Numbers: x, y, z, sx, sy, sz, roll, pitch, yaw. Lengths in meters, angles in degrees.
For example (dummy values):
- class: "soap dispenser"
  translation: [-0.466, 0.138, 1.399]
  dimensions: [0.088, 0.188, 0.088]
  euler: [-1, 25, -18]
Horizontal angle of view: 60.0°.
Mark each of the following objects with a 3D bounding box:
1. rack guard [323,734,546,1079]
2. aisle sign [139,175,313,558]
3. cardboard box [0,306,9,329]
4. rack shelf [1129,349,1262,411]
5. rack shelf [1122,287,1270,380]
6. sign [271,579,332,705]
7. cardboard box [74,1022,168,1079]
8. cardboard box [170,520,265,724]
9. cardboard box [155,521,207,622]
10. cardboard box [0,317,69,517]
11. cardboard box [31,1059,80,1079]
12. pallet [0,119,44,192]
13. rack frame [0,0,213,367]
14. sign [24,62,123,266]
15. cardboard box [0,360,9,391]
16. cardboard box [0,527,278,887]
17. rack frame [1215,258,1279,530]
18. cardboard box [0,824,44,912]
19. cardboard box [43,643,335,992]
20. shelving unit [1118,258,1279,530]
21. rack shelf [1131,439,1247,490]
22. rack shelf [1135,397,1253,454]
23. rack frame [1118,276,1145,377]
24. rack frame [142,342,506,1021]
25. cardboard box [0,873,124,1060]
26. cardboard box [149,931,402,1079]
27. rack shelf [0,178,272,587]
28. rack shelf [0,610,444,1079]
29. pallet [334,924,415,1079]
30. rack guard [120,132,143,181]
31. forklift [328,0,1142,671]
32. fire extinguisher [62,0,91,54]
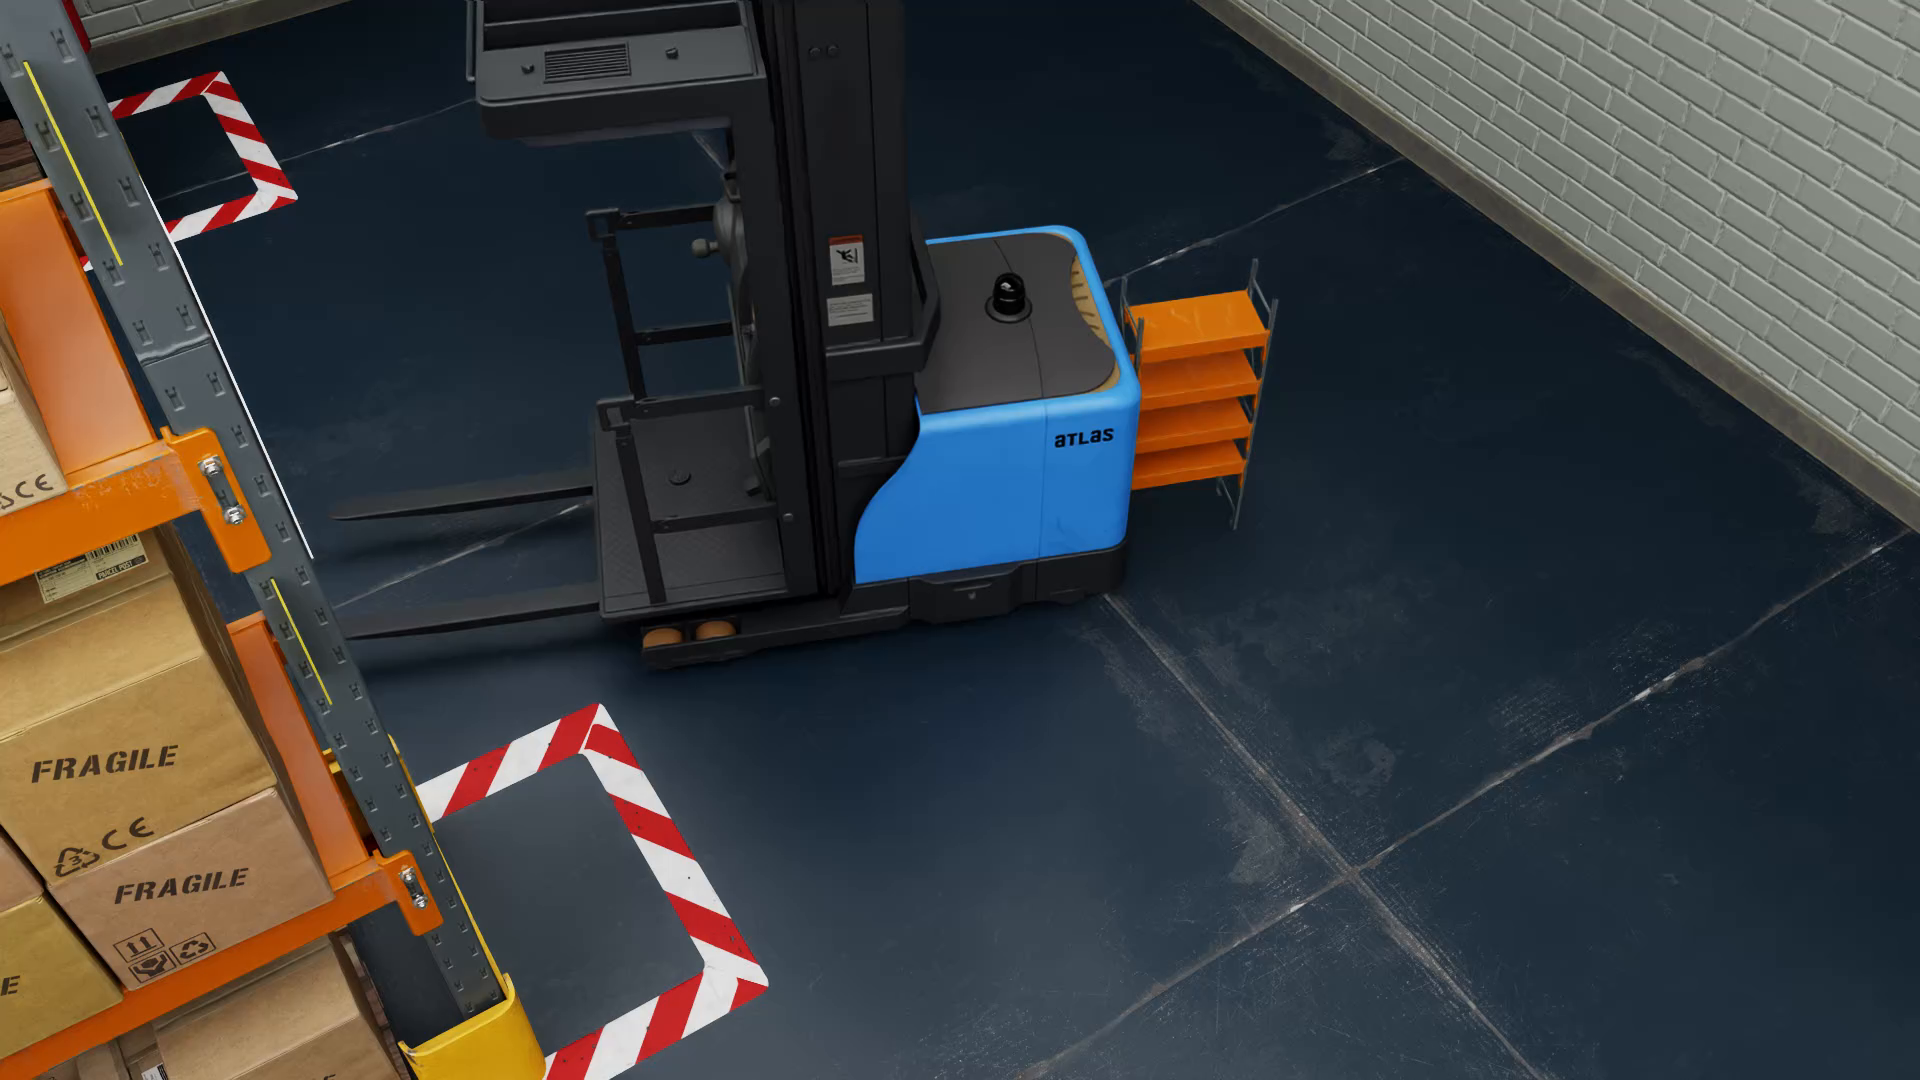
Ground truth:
- class: "rack guard"
  translation: [-1.730, 1.211, 5.282]
  dimensions: [0.348, 0.500, 1.175]
  euler: [-25, 53, -21]
- class: "aisle sign"
  translation: [-1.444, -0.348, 3.256]
  dimensions: [0.004, 0.787, 0.394]
  euler: [-25, 53, -21]
- class: "cardboard box"
  translation: [-2.236, -0.554, 3.272]
  dimensions: [0.500, 0.250, 0.500]
  euler: [-25, 53, -21]
- class: "rack shelf"
  translation: [0.848, -0.594, 6.211]
  dimensions: [0.480, 0.148, 0.258]
  euler: [-9, 49, -8]
- class: "rack shelf"
  translation: [0.848, -0.751, 6.034]
  dimensions: [0.480, 0.148, 0.258]
  euler: [-9, 49, -8]
- class: "sign"
  translation: [-1.386, 0.218, 3.505]
  dimensions: [0.005, 0.325, 0.100]
  euler: [-25, 53, -21]
- class: "cardboard box"
  translation: [-2.384, 1.623, 4.844]
  dimensions: [0.250, 0.166, 0.380]
  euler: [-25, 53, -21]
- class: "cardboard box"
  translation: [-2.181, 0.327, 4.329]
  dimensions: [0.500, 0.500, 0.500]
  euler: [-24, 53, -20]
- class: "cardboard box"
  translation: [-2.181, -0.006, 3.955]
  dimensions: [0.500, 0.500, 0.500]
  euler: [-24, 52, -20]
- class: "cardboard box"
  translation: [-1.959, -0.227, 2.980]
  dimensions: [0.500, 0.250, 0.500]
  euler: [-25, 53, -21]
- class: "cardboard box"
  translation: [-2.700, 1.355, 5.027]
  dimensions: [0.500, 0.250, 0.500]
  euler: [-25, 53, -21]
- class: "pallet"
  translation: [-4.946, -1.482, 7.874]
  dimensions: [1.213, 0.211, 1.003]
  euler: [-25, 53, -21]
- class: "rack frame"
  translation: [-1.666, -1.645, 2.135]
  dimensions: [0.127, 3.000, 1.000]
  euler: [-25, 53, -21]
- class: "sign"
  translation: [-1.386, -0.584, 2.605]
  dimensions: [0.005, 0.325, 0.100]
  euler: [-25, 53, -21]
- class: "cardboard box"
  translation: [-1.964, -0.398, 2.799]
  dimensions: [0.500, 0.250, 0.500]
  euler: [-25, 53, -21]
- class: "cardboard box"
  translation: [-1.895, 0.335, 3.652]
  dimensions: [0.500, 0.500, 0.500]
  euler: [-26, 53, -21]
- class: "rack frame"
  translation: [1.087, -0.527, 6.361]
  dimensions: [0.015, 1.200, 0.240]
  euler: [-9, 49, -8]
- class: "cardboard box"
  translation: [-2.322, 0.537, 3.472]
  dimensions: [0.500, 0.500, 0.500]
  euler: [-24, 53, -20]
- class: "cardboard box"
  translation: [-1.899, 0.667, 4.026]
  dimensions: [0.500, 0.500, 0.500]
  euler: [-24, 52, -20]
- class: "shelving unit"
  translation: [0.848, -0.490, 6.328]
  dimensions: [0.503, 1.200, 0.258]
  euler: [-9, 49, -8]
- class: "rack shelf"
  translation: [0.848, -0.313, 6.526]
  dimensions: [0.480, 0.148, 0.258]
  euler: [-9, 49, -8]
- class: "rack shelf"
  translation: [0.848, -0.445, 6.378]
  dimensions: [0.480, 0.148, 0.258]
  euler: [-9, 49, -8]
- class: "rack frame"
  translation: [0.609, -0.452, 6.294]
  dimensions: [0.015, 1.200, 0.240]
  euler: [-9, 49, -8]
- class: "rack frame"
  translation: [-1.666, 0.350, 4.375]
  dimensions: [0.127, 3.000, 1.000]
  euler: [-25, 53, -21]
- class: "cardboard box"
  translation: [-2.336, 0.876, 3.840]
  dimensions: [0.500, 0.500, 0.500]
  euler: [-25, 53, -20]
- class: "cardboard box"
  translation: [-1.994, 1.407, 4.813]
  dimensions: [0.500, 0.500, 0.500]
  euler: [-25, 53, -21]
- class: "rack shelf"
  translation: [-3.357, 0.388, 2.814]
  dimensions: [4.000, 0.370, 1.077]
  euler: [-25, 53, -21]
- class: "rack shelf"
  translation: [-3.357, 1.386, 3.934]
  dimensions: [4.000, 0.370, 1.077]
  euler: [-25, 53, -21]
- class: "pallet"
  translation: [-2.404, 1.626, 5.106]
  dimensions: [1.213, 0.211, 1.003]
  euler: [-25, 53, -21]
- class: "rack guard"
  translation: [-4.292, -1.956, 8.102]
  dimensions: [0.348, 0.500, 1.175]
  euler: [-25, 53, -21]
- class: "forklift"
  translation: [-0.923, -0.919, 5.551]
  dimensions: [3.031, 2.935, 1.130]
  euler: [-8, 49, -7]
- class: "fire extinguisher"
  translation: [-3.938, -2.396, 7.122]
  dimensions: [0.183, 0.674, 0.296]
  euler: [-25, 53, -21]
